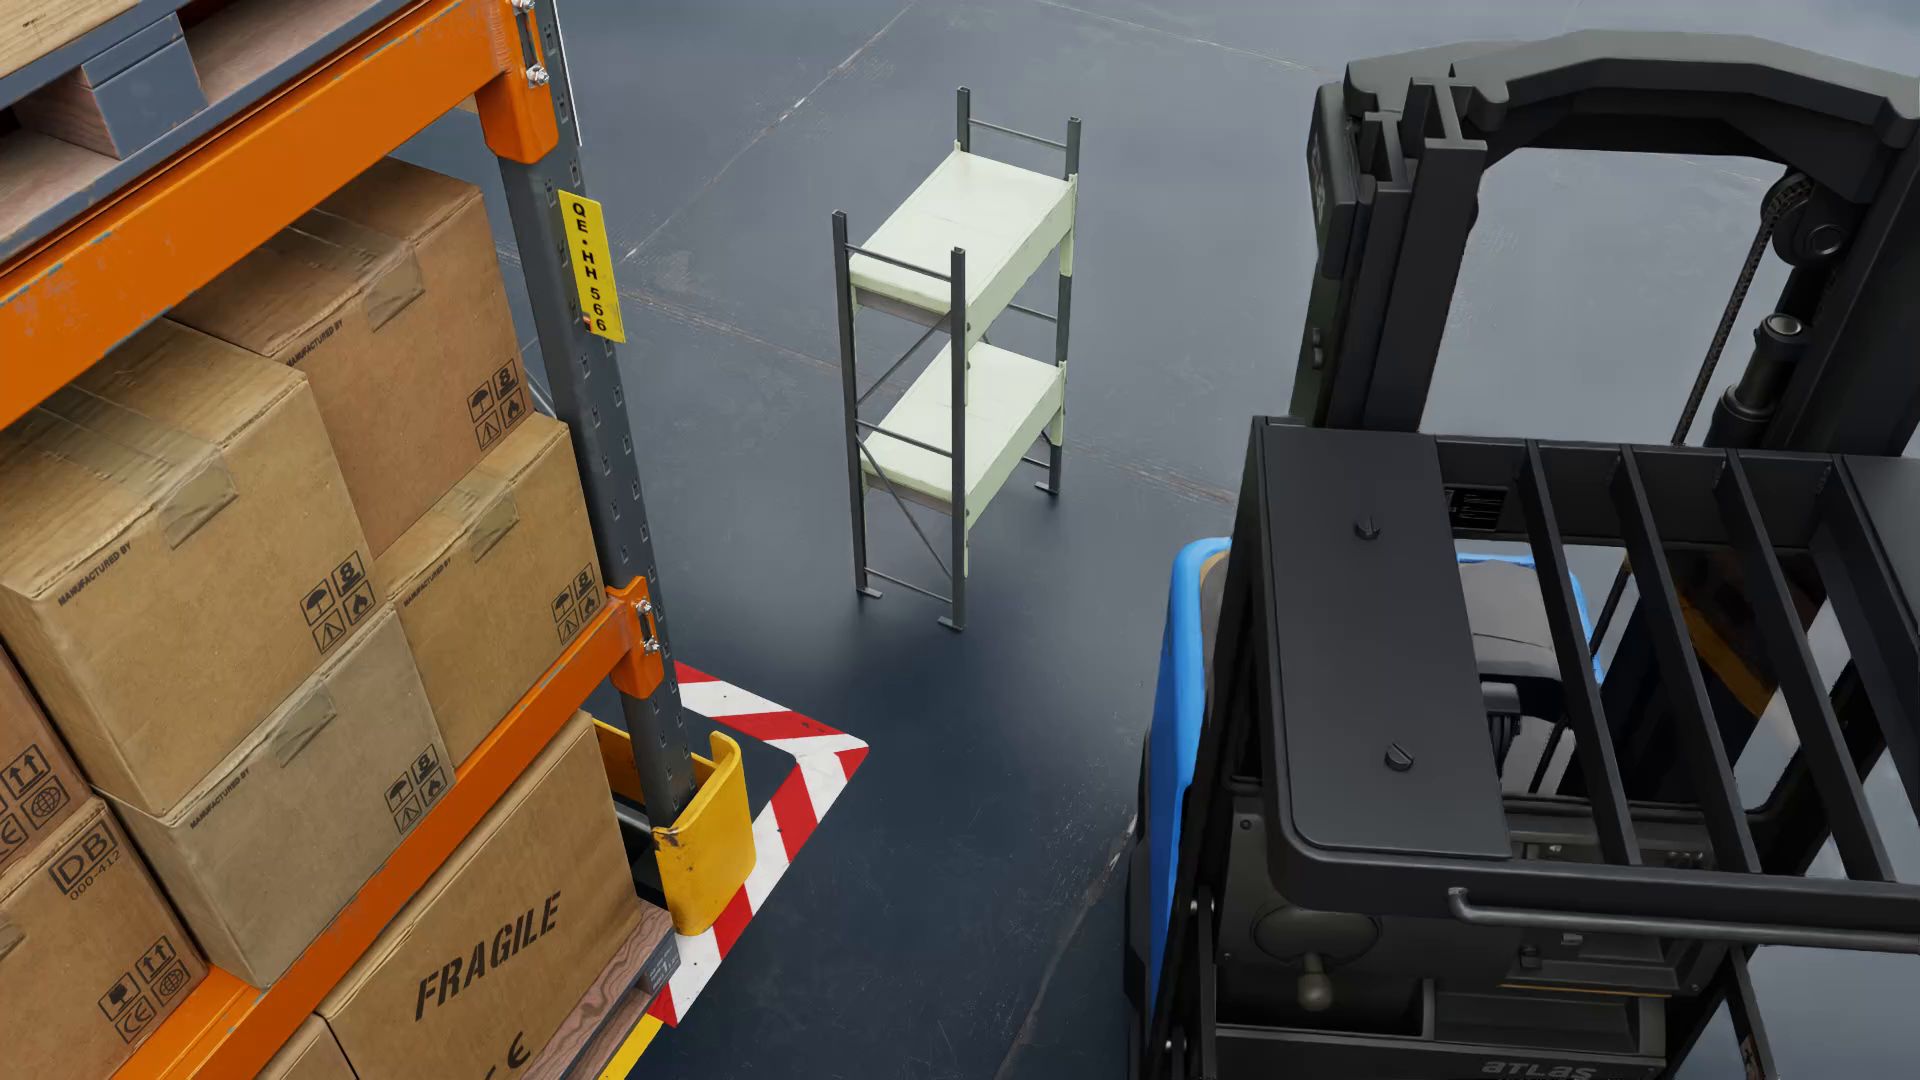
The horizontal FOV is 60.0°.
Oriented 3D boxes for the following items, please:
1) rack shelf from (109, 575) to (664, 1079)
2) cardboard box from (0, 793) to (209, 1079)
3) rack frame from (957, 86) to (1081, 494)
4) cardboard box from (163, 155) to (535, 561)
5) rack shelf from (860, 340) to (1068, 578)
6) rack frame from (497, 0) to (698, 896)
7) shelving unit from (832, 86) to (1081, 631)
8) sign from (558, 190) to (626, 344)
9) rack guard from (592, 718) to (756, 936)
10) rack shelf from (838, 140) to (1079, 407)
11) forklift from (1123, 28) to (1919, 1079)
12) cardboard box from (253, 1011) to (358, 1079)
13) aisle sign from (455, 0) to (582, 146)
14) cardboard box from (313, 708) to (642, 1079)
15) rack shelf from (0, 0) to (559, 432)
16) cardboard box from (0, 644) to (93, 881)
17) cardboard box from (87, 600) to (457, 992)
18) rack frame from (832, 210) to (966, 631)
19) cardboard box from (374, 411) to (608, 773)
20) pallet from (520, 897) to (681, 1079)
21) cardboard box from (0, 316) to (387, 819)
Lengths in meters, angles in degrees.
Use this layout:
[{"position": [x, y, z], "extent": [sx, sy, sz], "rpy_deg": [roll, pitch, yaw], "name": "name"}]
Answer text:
[{"position": [-2.106, 1.298, 2.864], "extent": [1.077, 0.370, 4.000], "rpy_deg": [20, 49, 19], "name": "rack shelf"}, {"position": [-1.916, 0.646, 2.897], "extent": [0.875, 0.550, 0.550], "rpy_deg": [20, 49, 19], "name": "cardboard box"}, {"position": [0.173, -0.762, 5.449], "extent": [0.400, 1.500, 0.023], "rpy_deg": [20, 49, 19], "name": "rack frame"}, {"position": [-1.384, -0.426, 3.197], "extent": [0.875, 0.550, 0.550], "rpy_deg": [20, 49, 19], "name": "cardboard box"}, {"position": [0.003, -0.302, 5.453], "extent": [0.431, 0.370, 0.720], "rpy_deg": [20, 49, 19], "name": "rack shelf"}, {"position": [-1.177, -0.215, 3.853], "extent": [1.000, 3.000, 0.127], "rpy_deg": [20, 49, 19], "name": "rack frame"}, {"position": [0.003, -0.531, 5.221], "extent": [0.431, 1.500, 0.755], "rpy_deg": [20, 49, 19], "name": "shelving unit"}, {"position": [-0.703, -0.517, 3.171], "extent": [0.100, 0.325, 0.005], "rpy_deg": [20, 49, 19], "name": "sign"}, {"position": [-1.166, 0.649, 4.757], "extent": [1.175, 0.500, 0.348], "rpy_deg": [20, 49, 19], "name": "rack guard"}, {"position": [0.003, -0.806, 4.943], "extent": [0.431, 0.370, 0.720], "rpy_deg": [20, 49, 19], "name": "rack shelf"}, {"position": [0.944, 0.784, 2.914], "extent": [1.130, 2.935, 3.031], "rpy_deg": [3, 45, 3], "name": "forklift"}, {"position": [-1.840, 1.389, 3.467], "extent": [0.875, 0.875, 0.875], "rpy_deg": [20, 49, 18], "name": "cardboard box"}, {"position": [-0.879, -1.074, 2.875], "extent": [0.394, 0.787, 0.004], "rpy_deg": [20, 49, 19], "name": "aisle sign"}, {"position": [-1.433, 0.834, 4.016], "extent": [0.875, 0.875, 0.875], "rpy_deg": [21, 49, 19], "name": "cardboard box"}, {"position": [-2.106, 0.244, 1.797], "extent": [1.077, 0.370, 4.000], "rpy_deg": [20, 49, 19], "name": "rack shelf"}, {"position": [-1.938, 0.259, 2.521], "extent": [0.875, 0.550, 0.550], "rpy_deg": [20, 49, 19], "name": "cardboard box"}, {"position": [-1.545, 0.335, 3.204], "extent": [0.875, 0.550, 0.550], "rpy_deg": [20, 49, 19], "name": "cardboard box"}, {"position": [-0.167, -0.301, 4.993], "extent": [0.400, 1.500, 0.023], "rpy_deg": [20, 49, 19], "name": "rack frame"}, {"position": [-1.309, -0.019, 3.554], "extent": [0.875, 0.550, 0.550], "rpy_deg": [20, 49, 19], "name": "cardboard box"}, {"position": [-1.479, 1.295, 4.322], "extent": [1.003, 0.211, 1.213], "rpy_deg": [20, 49, 19], "name": "pallet"}, {"position": [-1.557, -0.049, 2.825], "extent": [0.875, 0.550, 0.550], "rpy_deg": [20, 49, 19], "name": "cardboard box"}]
